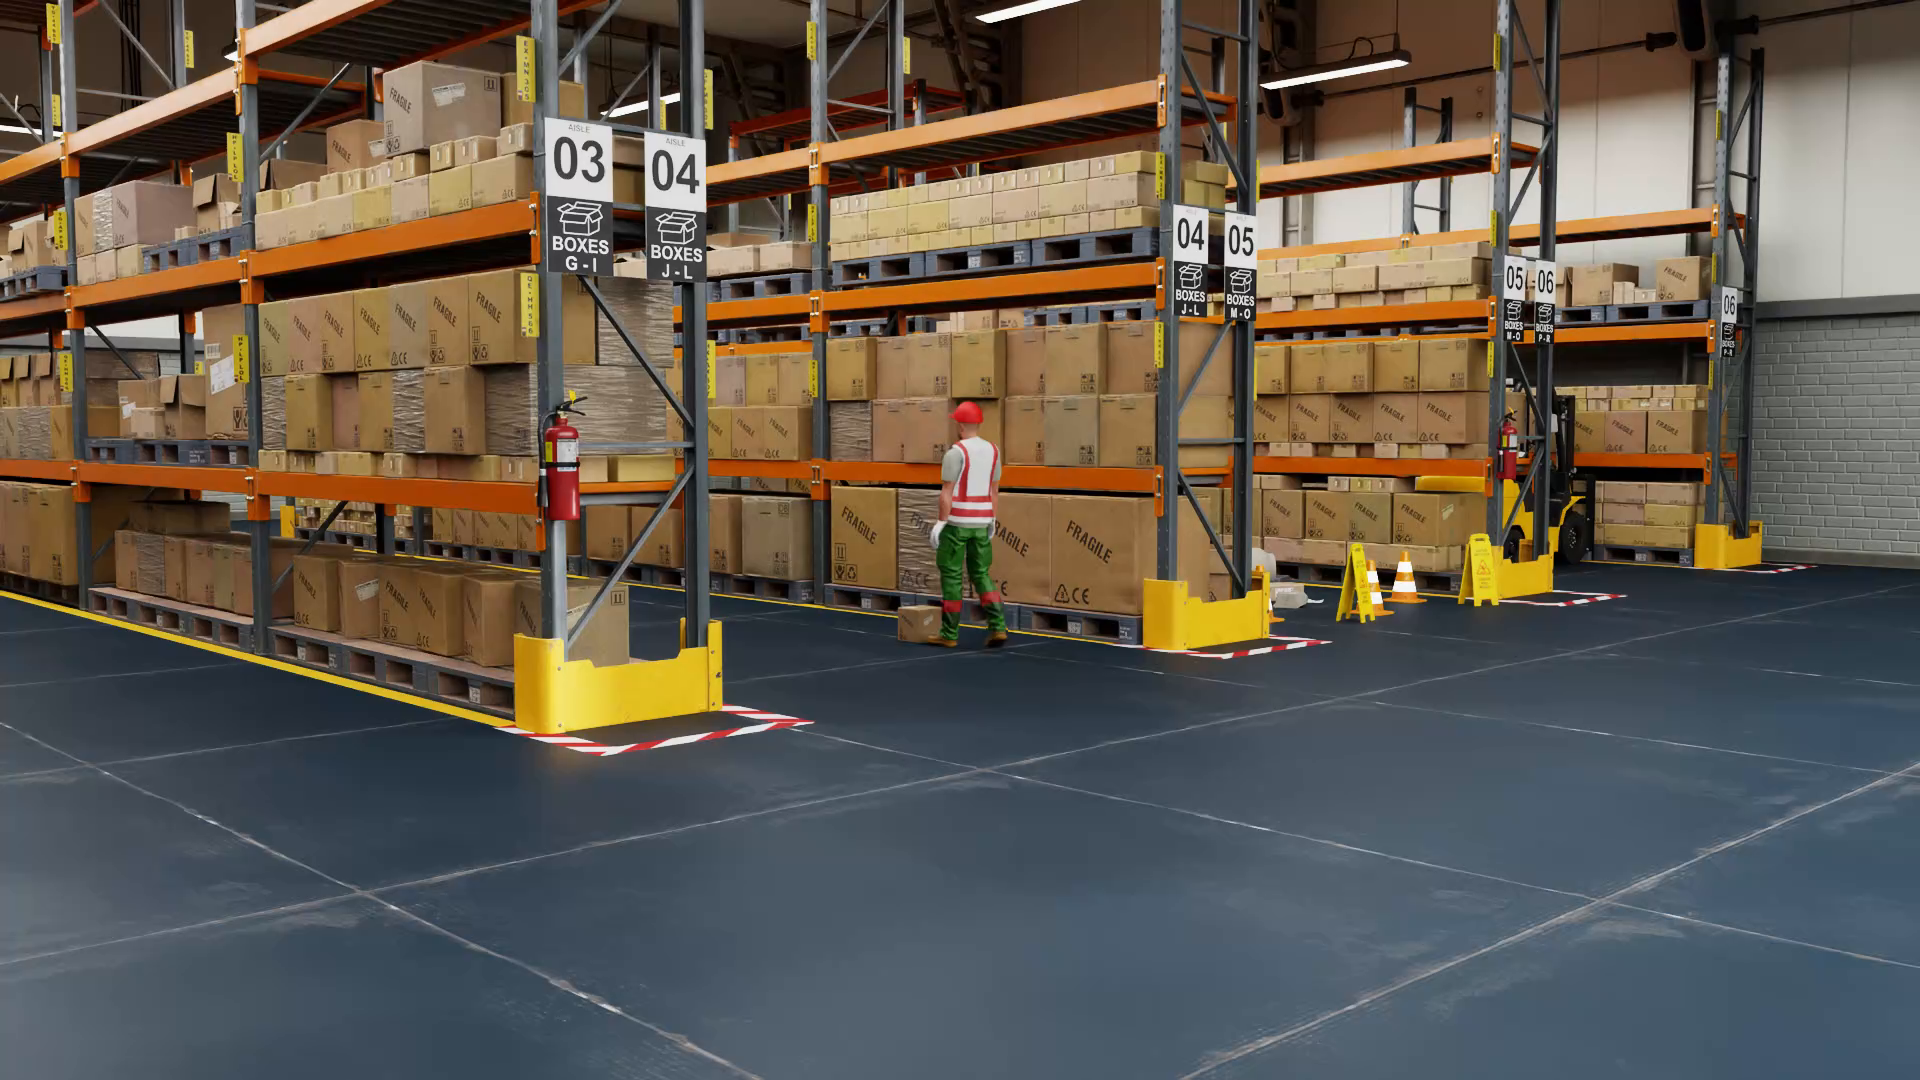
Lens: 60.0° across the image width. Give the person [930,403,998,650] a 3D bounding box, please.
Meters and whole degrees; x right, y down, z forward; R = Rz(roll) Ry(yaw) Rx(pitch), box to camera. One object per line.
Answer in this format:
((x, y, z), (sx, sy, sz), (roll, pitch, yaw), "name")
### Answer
((0.029, -0.098, 12.133), (0.524, 1.802, 0.341), (-4, 5, -42), "person")
